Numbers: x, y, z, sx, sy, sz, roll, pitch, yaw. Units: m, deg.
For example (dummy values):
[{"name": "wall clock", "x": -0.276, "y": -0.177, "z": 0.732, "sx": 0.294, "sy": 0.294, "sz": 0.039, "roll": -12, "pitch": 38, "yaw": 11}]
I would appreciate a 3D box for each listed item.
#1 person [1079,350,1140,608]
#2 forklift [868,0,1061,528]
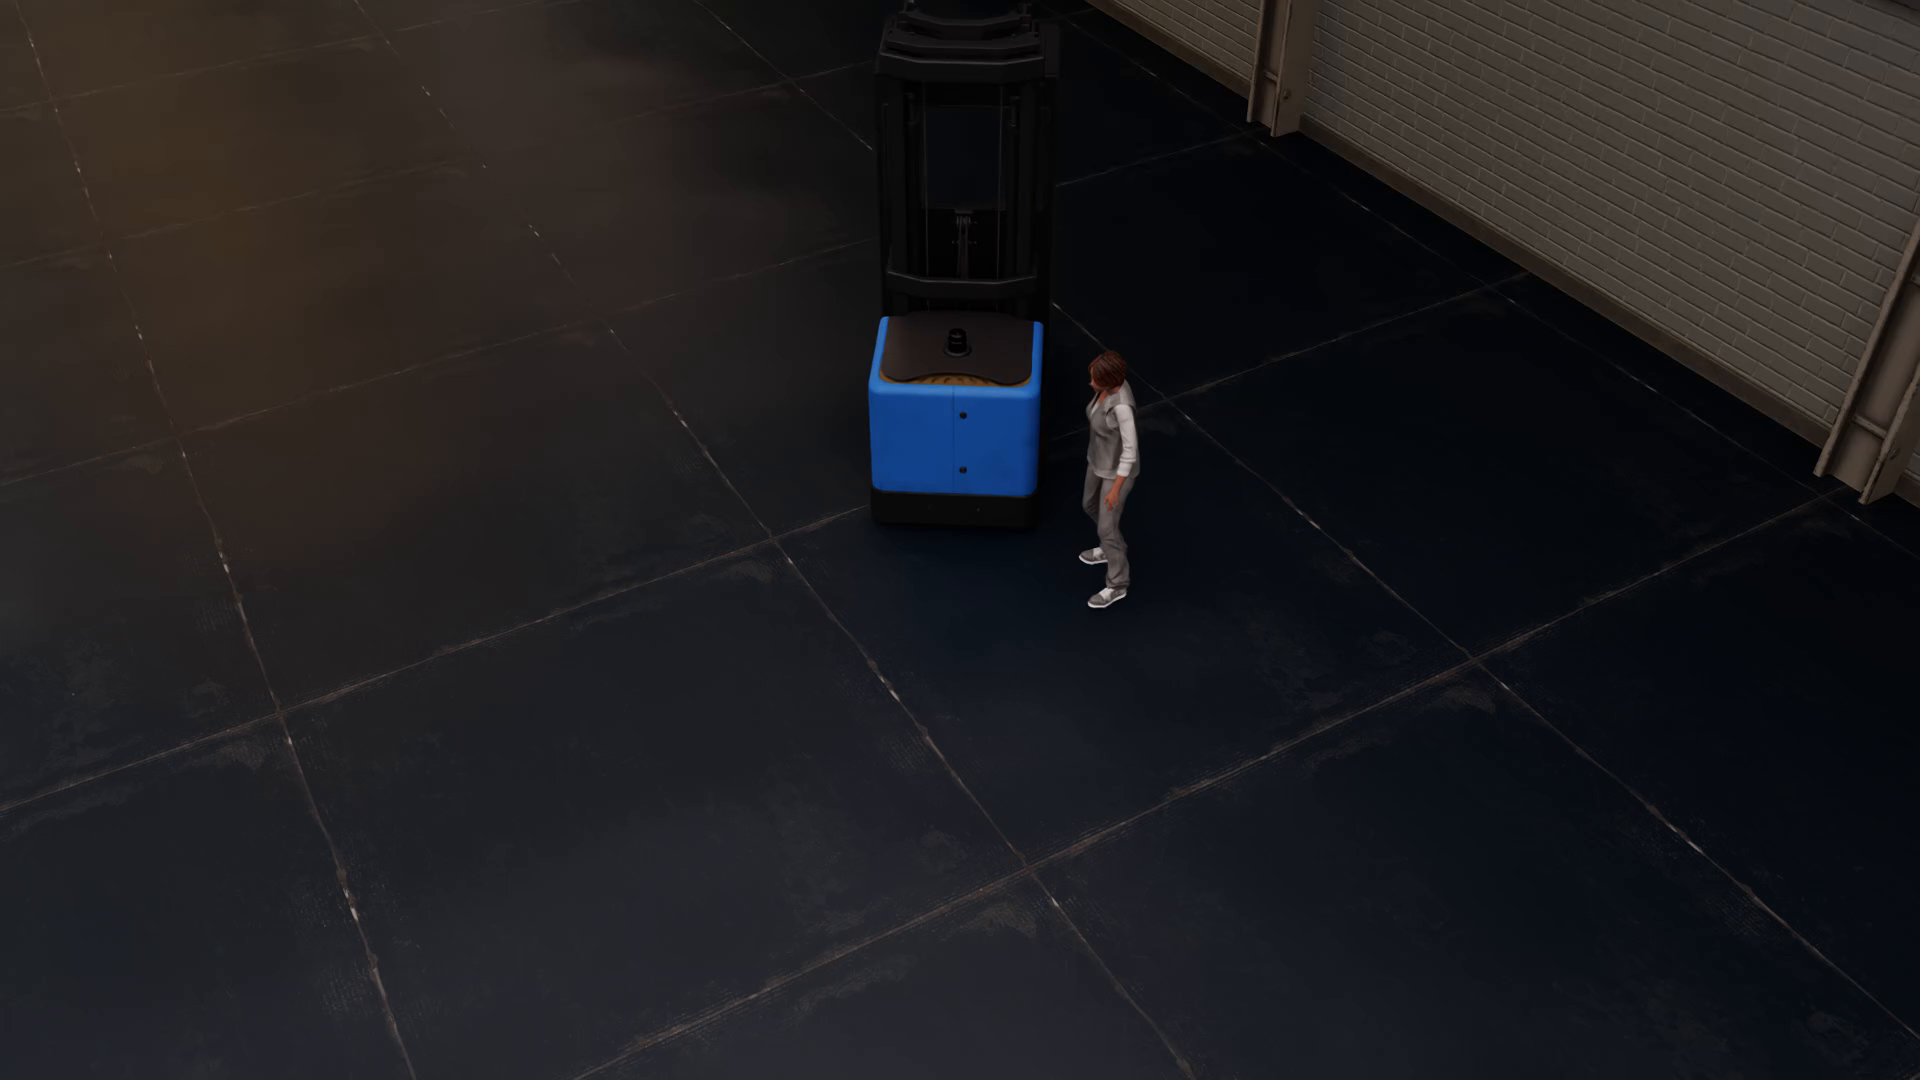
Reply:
[{"name": "person", "x": 0.859, "y": -0.410, "z": 9.600, "sx": 0.357, "sy": 1.570, "sz": 0.651, "roll": -9, "pitch": 41, "yaw": -11}, {"name": "forklift", "x": 0.053, "y": -2.129, "z": 10.603, "sx": 1.130, "sy": 2.935, "sz": 3.031, "roll": 2, "pitch": 40, "yaw": 3}]
